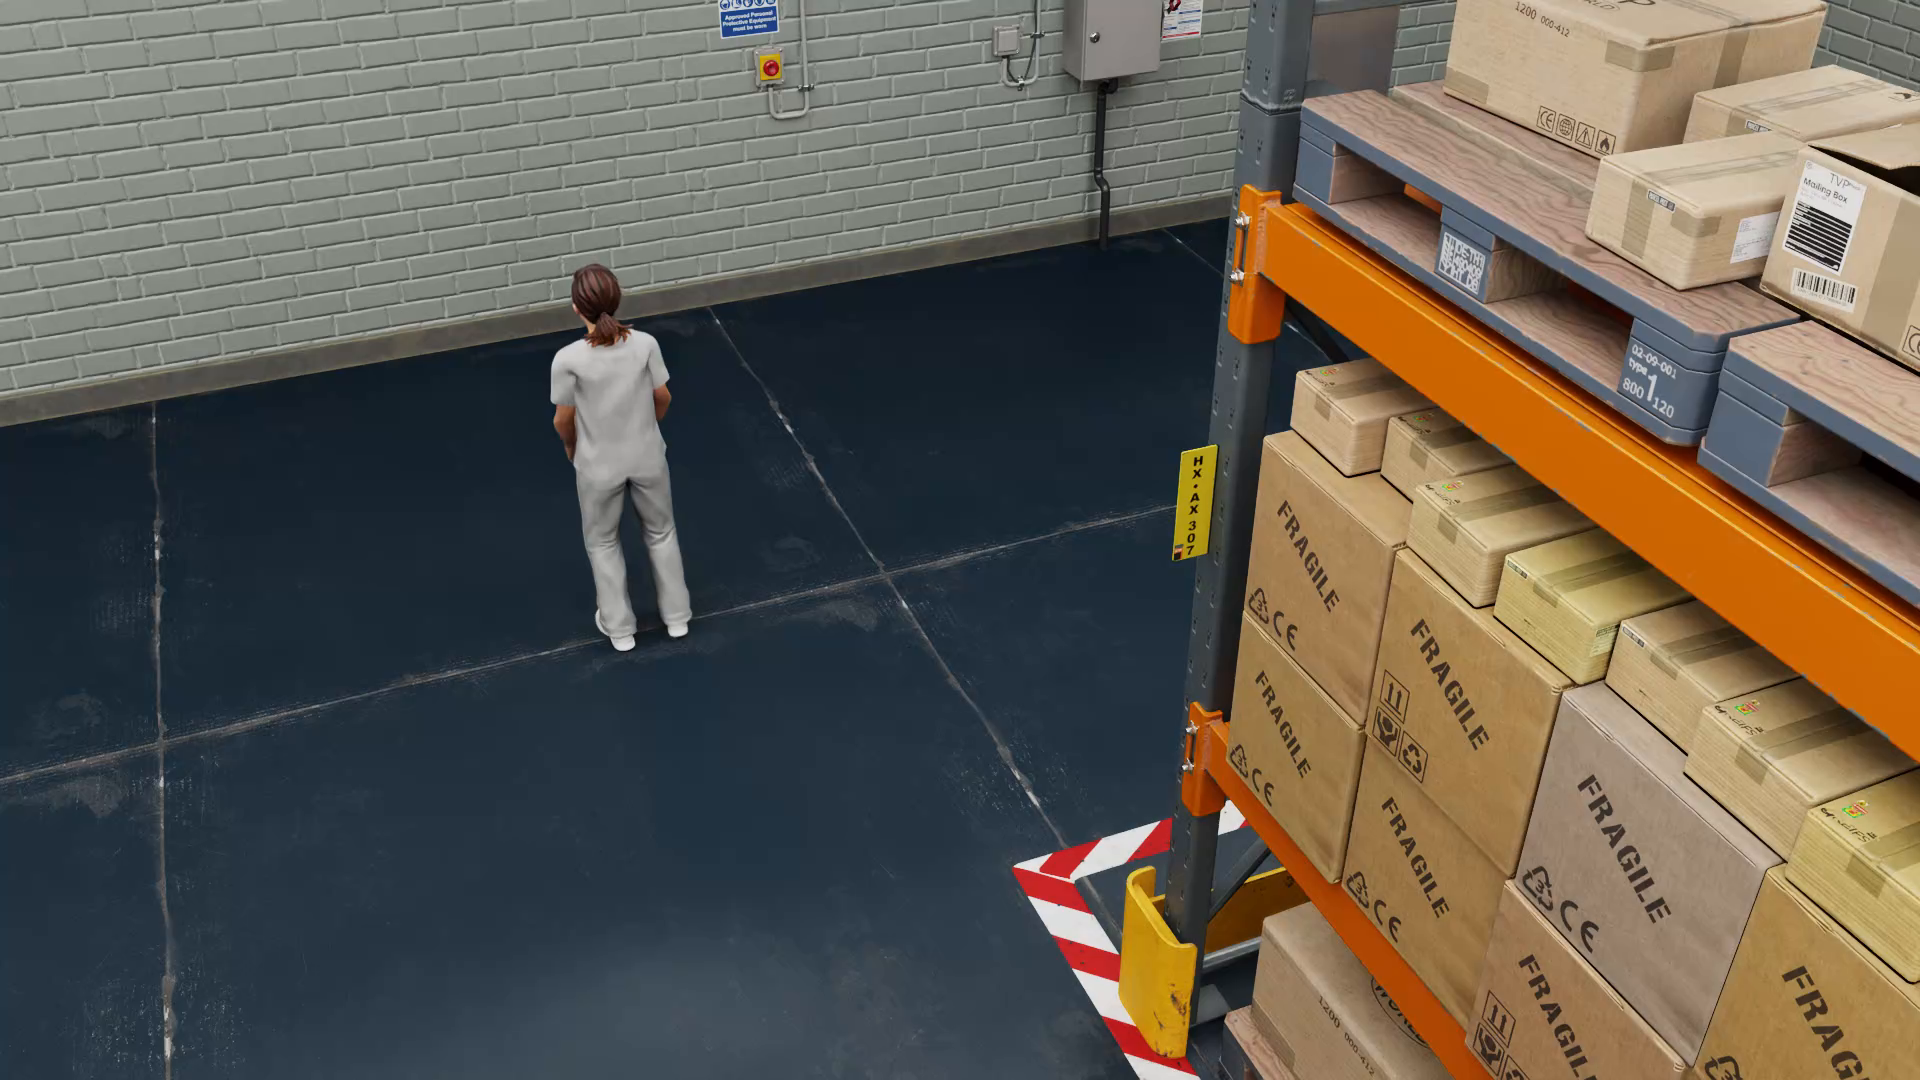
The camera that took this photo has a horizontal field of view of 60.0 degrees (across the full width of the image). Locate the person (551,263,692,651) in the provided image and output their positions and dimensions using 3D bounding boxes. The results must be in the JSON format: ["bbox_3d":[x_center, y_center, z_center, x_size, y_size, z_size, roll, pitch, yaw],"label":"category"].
[{"bbox_3d":[-1.359,-0.317,6.617,0.467,1.676,0.395,-14,36,-20],"label":"person"}]
